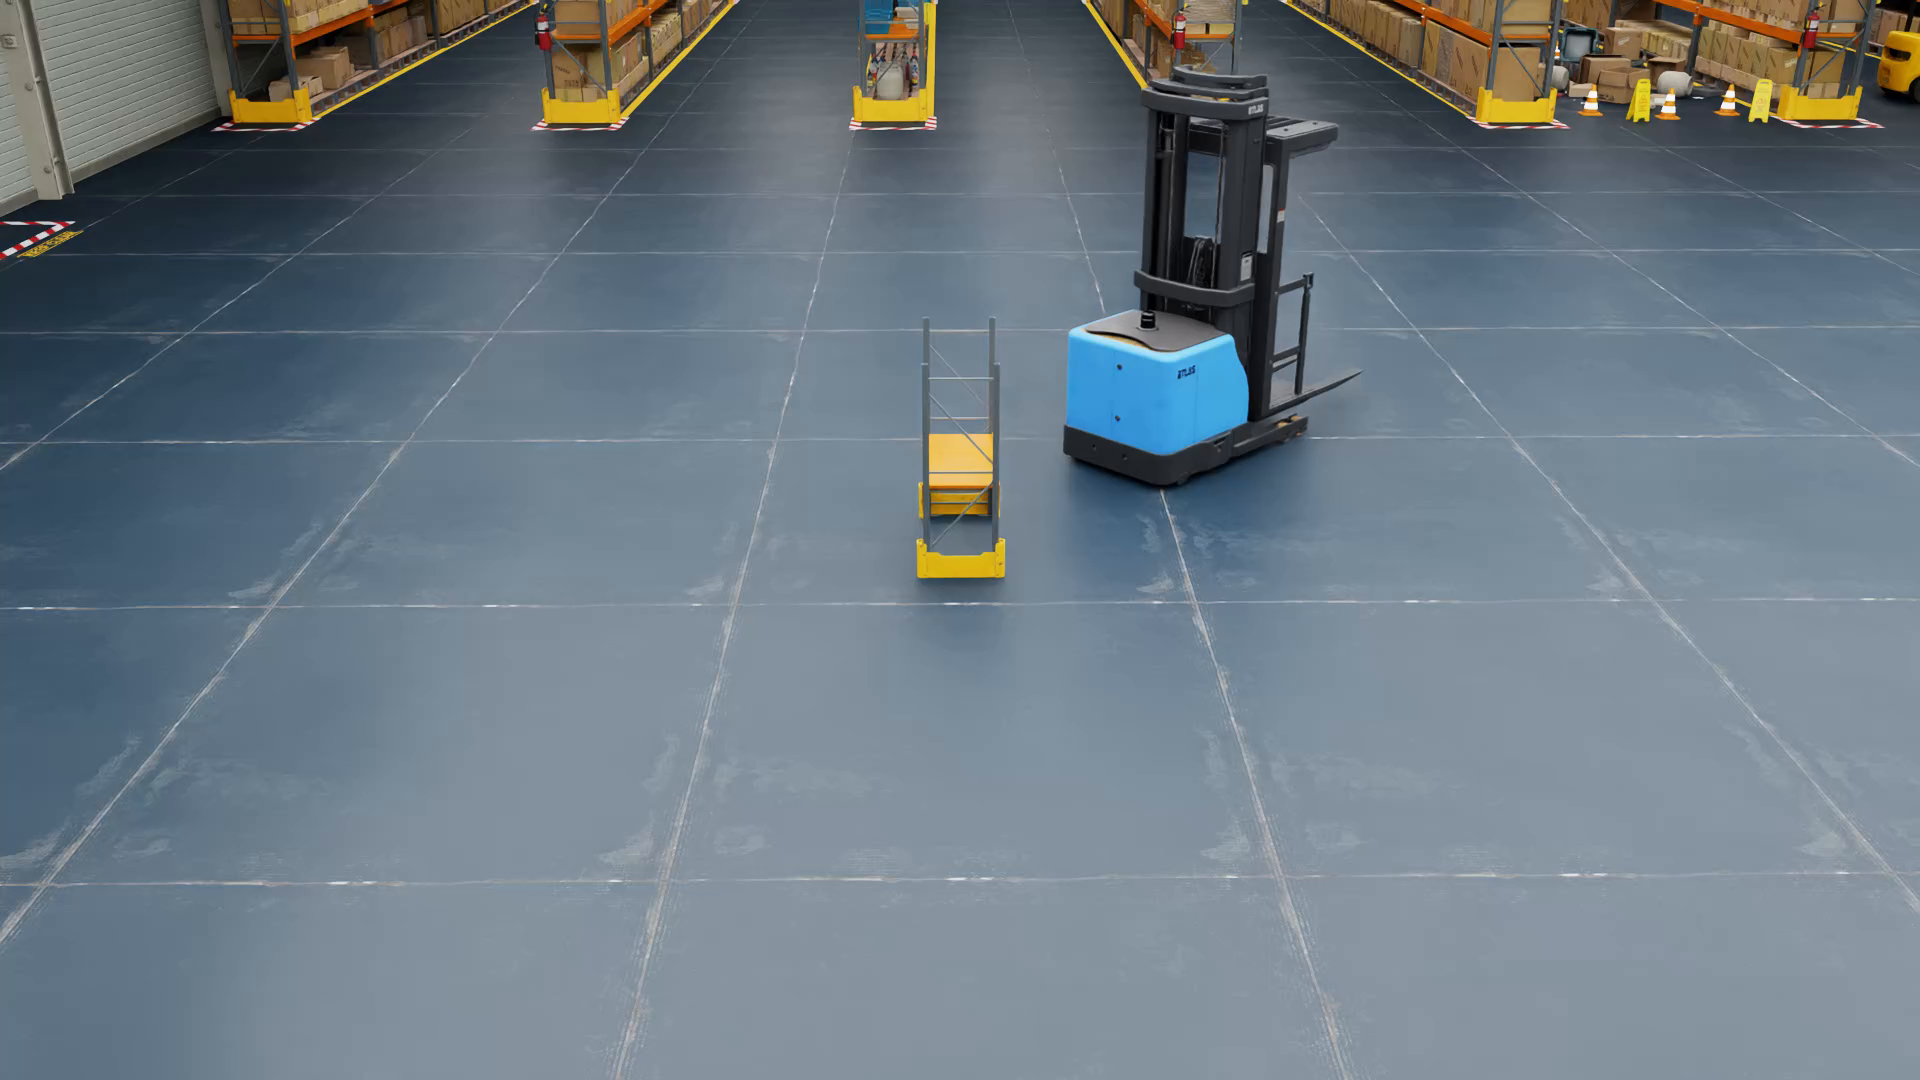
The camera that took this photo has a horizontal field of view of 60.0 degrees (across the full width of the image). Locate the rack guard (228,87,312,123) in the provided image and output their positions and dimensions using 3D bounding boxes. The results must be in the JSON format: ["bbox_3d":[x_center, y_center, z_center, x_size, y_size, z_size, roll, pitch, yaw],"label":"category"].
[{"bbox_3d":[-10.969,-6.925,26.456,1.175,0.500,0.348,0,24,-1],"label":"rack guard"}]

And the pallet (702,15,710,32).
[{"bbox_3d":[-6.099,-11.396,36.691,1.003,0.211,1.213,0,24,-1],"label":"pallet"}]

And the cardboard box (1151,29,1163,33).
[{"bbox_3d":[3.876,-9.259,31.082,0.700,0.500,0.500,0,24,-1],"label":"cardboard box"}]

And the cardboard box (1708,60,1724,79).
[{"bbox_3d":[13.511,-8.267,29.216,0.500,0.250,0.500,1,24,2],"label":"cardboard box"}]

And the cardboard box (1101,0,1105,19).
[{"bbox_3d":[3.787,-12.004,36.721,1.225,0.875,0.875,0,24,0],"label":"cardboard box"}]

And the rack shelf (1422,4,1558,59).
[{"bbox_3d":[8.830,-8.577,27.947,1.077,0.370,4.000,0,24,-1],"label":"rack shelf"}]

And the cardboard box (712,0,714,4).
[{"bbox_3d":[-6.171,-12.839,38.993,0.797,0.503,0.637,0,24,-1],"label":"cardboard box"}]

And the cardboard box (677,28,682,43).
[{"bbox_3d":[-5.852,-10.076,33.216,0.500,0.250,0.500,0,24,1],"label":"cardboard box"}]

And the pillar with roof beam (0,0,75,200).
[{"bbox_3d":[-7.470,-8.598,19.841,9.100,9.000,0.400,0,24,-1],"label":"pillar with roof beam"}]

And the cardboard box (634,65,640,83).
[{"bbox_3d":[-5.819,-8.042,28.717,0.500,0.250,0.500,0,24,-1],"label":"cardboard box"}]

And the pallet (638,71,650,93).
[{"bbox_3d":[-6.091,-8.107,29.418,1.003,0.211,1.213,0,24,-1],"label":"pallet"}]

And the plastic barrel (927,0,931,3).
[{"bbox_3d":[-0.806,-10.115,29.866,0.600,0.901,0.708,0,24,-1],"label":"plastic barrel"}]

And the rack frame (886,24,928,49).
[{"bbox_3d":[-1.149,-11.374,33.259,1.000,3.000,0.127,0,24,-1],"label":"rack frame"}]

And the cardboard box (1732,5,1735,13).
[{"bbox_3d":[13.530,-9.122,28.584,0.380,0.149,0.250,0,24,-1],"label":"cardboard box"}]

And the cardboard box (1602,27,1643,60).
[{"bbox_3d":[11.978,-8.978,30.076,0.500,0.500,0.500,0,24,-1],"label":"cardboard box"}]

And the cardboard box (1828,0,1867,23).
[{"bbox_3d":[14.073,-8.522,26.470,0.500,0.500,0.500,-1,24,-1],"label":"cardboard box"}]

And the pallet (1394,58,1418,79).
[{"bbox_3d":[8.725,-8.776,30.898,1.003,0.211,1.213,0,24,-1],"label":"pallet"}]

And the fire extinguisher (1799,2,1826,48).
[{"bbox_3d":[13.341,-8.060,26.025,0.296,0.674,0.183,0,24,-1],"label":"fire extinguisher"}]

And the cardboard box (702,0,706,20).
[{"bbox_3d":[-5.856,-11.657,36.384,0.500,0.500,0.500,0,24,0],"label":"cardboard box"}]

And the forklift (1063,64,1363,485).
[{"bbox_3d":[2.206,-2.260,13.191,1.130,2.935,3.031,22,32,40],"label":"forklift"}]

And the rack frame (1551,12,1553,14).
[{"bbox_3d":[13.670,-13.089,37.051,1.000,3.000,0.127,0,24,-1],"label":"rack frame"}]

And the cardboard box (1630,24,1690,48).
[{"bbox_3d":[13.726,-9.898,32.674,0.950,0.372,0.625,-1,24,-2],"label":"cardboard box"}]

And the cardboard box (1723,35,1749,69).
[{"bbox_3d":[13.515,-8.394,28.587,0.500,0.500,0.500,1,24,2],"label":"cardboard box"}]

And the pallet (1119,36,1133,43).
[{"bbox_3d":[3.871,-10.451,34.602,1.003,0.211,1.213,0,24,-1],"label":"pallet"}]

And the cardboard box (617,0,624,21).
[{"bbox_3d":[-6.026,-8.933,27.739,0.700,0.500,0.500,0,24,1],"label":"cardboard box"}]

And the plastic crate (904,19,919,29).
[{"bbox_3d":[-0.749,-8.328,26.843,0.298,0.136,0.250,0,24,-1],"label":"plastic crate"}]

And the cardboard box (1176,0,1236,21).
[{"bbox_3d":[3.913,-8.508,26.439,0.875,0.500,0.500,0,24,-1],"label":"cardboard box"}]

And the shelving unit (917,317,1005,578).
[{"bbox_3d":[0.001,-0.652,11.371,0.587,1.500,1.083,0,24,-1],"label":"shelving unit"}]

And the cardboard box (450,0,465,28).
[{"bbox_3d":[-10.935,-11.206,34.986,0.750,0.750,0.750,0,24,-1],"label":"cardboard box"}]

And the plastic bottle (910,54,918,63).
[{"bbox_3d":[-0.808,-8.376,29.311,0.144,0.351,0.185,-1,24,-3],"label":"plastic bottle"}]

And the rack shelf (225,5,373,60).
[{"bbox_3d":[-10.990,-8.529,27.842,1.077,0.370,4.000,0,24,-1],"label":"rack shelf"}]

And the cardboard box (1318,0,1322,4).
[{"bbox_3d":[8.385,-12.293,37.879,0.380,0.149,0.250,-1,24,-3],"label":"cardboard box"}]

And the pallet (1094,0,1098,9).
[{"bbox_3d":[3.804,-13.093,40.444,1.003,0.211,1.213,0,24,-1],"label":"pallet"}]

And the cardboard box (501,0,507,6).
[{"bbox_3d":[-11.010,-12.757,38.841,0.700,0.500,0.500,0,24,1],"label":"cardboard box"}]

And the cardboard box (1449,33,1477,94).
[{"bbox_3d":[8.767,-7.945,27.747,0.875,0.875,0.875,-1,24,-1],"label":"cardboard box"}]

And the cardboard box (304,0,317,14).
[{"bbox_3d":[-10.668,-8.717,26.632,0.500,0.500,0.500,0,24,0],"label":"cardboard box"}]

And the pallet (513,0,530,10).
[{"bbox_3d":[-11.055,-13.026,40.296,1.003,0.211,1.213,0,24,-1],"label":"pallet"}]

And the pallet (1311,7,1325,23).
[{"bbox_3d":[8.679,-12.031,38.096,1.003,0.211,1.213,0,24,-1],"label":"pallet"}]

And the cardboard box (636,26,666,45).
[{"bbox_3d":[-5.821,-9.490,31.240,0.500,0.311,0.500,-1,24,-2],"label":"cardboard box"}]

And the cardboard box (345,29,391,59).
[{"bbox_3d":[-11.092,-9.259,31.081,0.700,0.500,0.500,-1,24,-2],"label":"cardboard box"}]

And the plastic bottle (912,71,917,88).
[{"bbox_3d":[-0.769,-7.783,28.097,0.097,0.271,0.097,0,24,0],"label":"plastic bottle"}]

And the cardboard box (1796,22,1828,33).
[{"bbox_3d":[13.583,-8.183,26.508,0.380,0.149,0.250,1,24,1],"label":"cardboard box"}]

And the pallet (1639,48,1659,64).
[{"bbox_3d":[13.731,-9.347,32.160,1.003,0.211,1.213,0,24,-1],"label":"pallet"}]

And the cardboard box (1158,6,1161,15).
[{"bbox_3d":[3.588,-9.029,28.378,0.380,0.149,0.250,0,24,-1],"label":"cardboard box"}]

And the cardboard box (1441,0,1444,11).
[{"bbox_3d":[8.853,-9.419,28.753,0.875,0.550,0.550,0,24,-1],"label":"cardboard box"}]

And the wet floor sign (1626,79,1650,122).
[{"bbox_3d":[10.832,-7.005,26.455,0.267,0.644,0.232,-4,25,-10],"label":"wet floor sign"}]

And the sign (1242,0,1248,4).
[{"bbox_3d":[4.434,-8.497,25.846,0.100,0.325,0.005,0,24,-1],"label":"sign"}]

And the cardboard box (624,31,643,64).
[{"bbox_3d":[-5.841,-8.589,29.018,0.500,0.500,0.500,0,24,-1],"label":"cardboard box"}]

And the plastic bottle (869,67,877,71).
[{"bbox_3d":[-1.497,-7.953,28.466,0.152,0.276,0.135,-1,24,-2],"label":"plastic bottle"}]

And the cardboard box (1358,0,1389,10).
[{"bbox_3d":[8.495,-11.052,34.160,0.500,0.250,0.500,-1,24,-2],"label":"cardboard box"}]

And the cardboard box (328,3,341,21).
[{"bbox_3d":[-10.678,-8.809,27.744,0.500,0.250,0.500,0,24,0],"label":"cardboard box"}]

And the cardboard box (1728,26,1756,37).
[{"bbox_3d":[13.448,-8.750,28.586,0.380,0.149,0.250,1,24,2],"label":"cardboard box"}]

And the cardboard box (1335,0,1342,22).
[{"bbox_3d":[8.472,-11.554,36.180,0.500,0.500,0.500,1,24,2],"label":"cardboard box"}]
